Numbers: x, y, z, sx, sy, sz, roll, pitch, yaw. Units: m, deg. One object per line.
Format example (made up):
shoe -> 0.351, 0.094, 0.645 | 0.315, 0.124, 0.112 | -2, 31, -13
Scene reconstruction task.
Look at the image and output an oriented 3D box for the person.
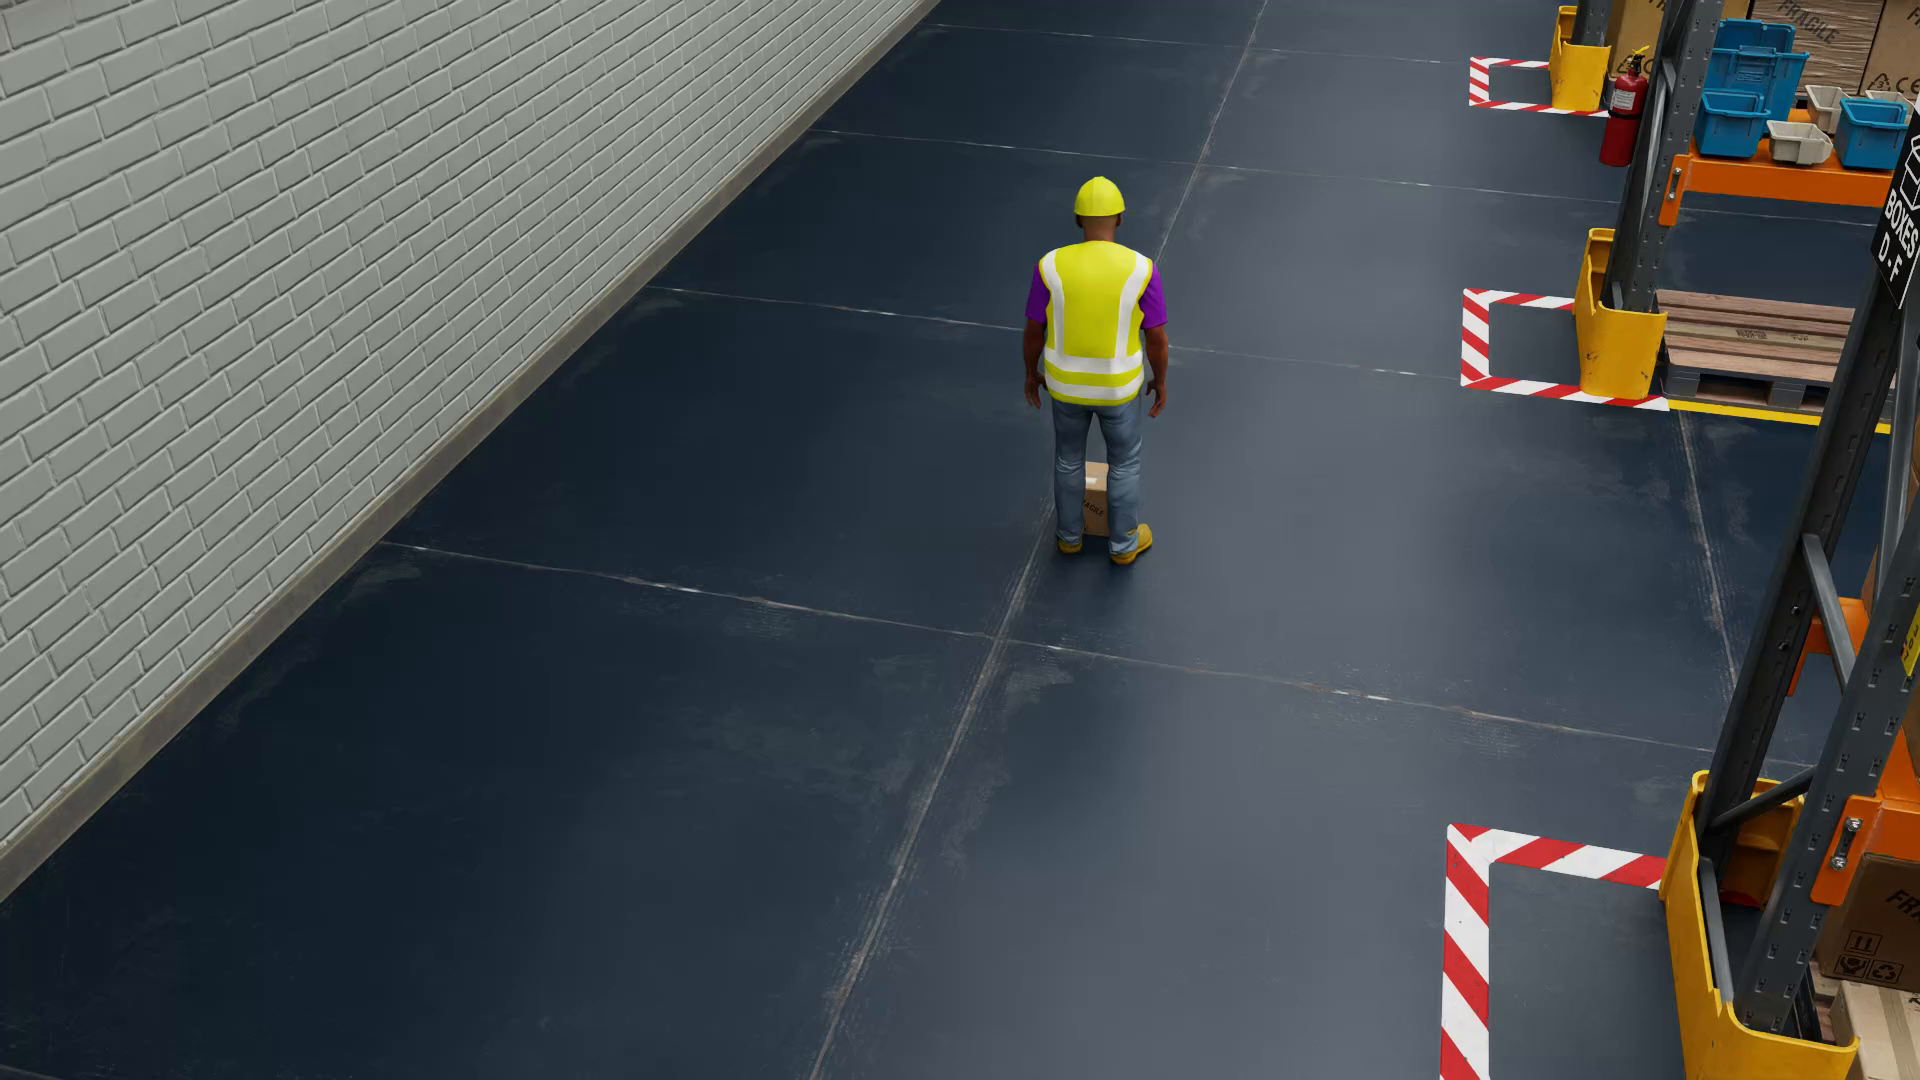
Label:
person -> 0.588, -0.706, 7.225 | 0.629, 1.759, 0.461 | 6, 33, 10
